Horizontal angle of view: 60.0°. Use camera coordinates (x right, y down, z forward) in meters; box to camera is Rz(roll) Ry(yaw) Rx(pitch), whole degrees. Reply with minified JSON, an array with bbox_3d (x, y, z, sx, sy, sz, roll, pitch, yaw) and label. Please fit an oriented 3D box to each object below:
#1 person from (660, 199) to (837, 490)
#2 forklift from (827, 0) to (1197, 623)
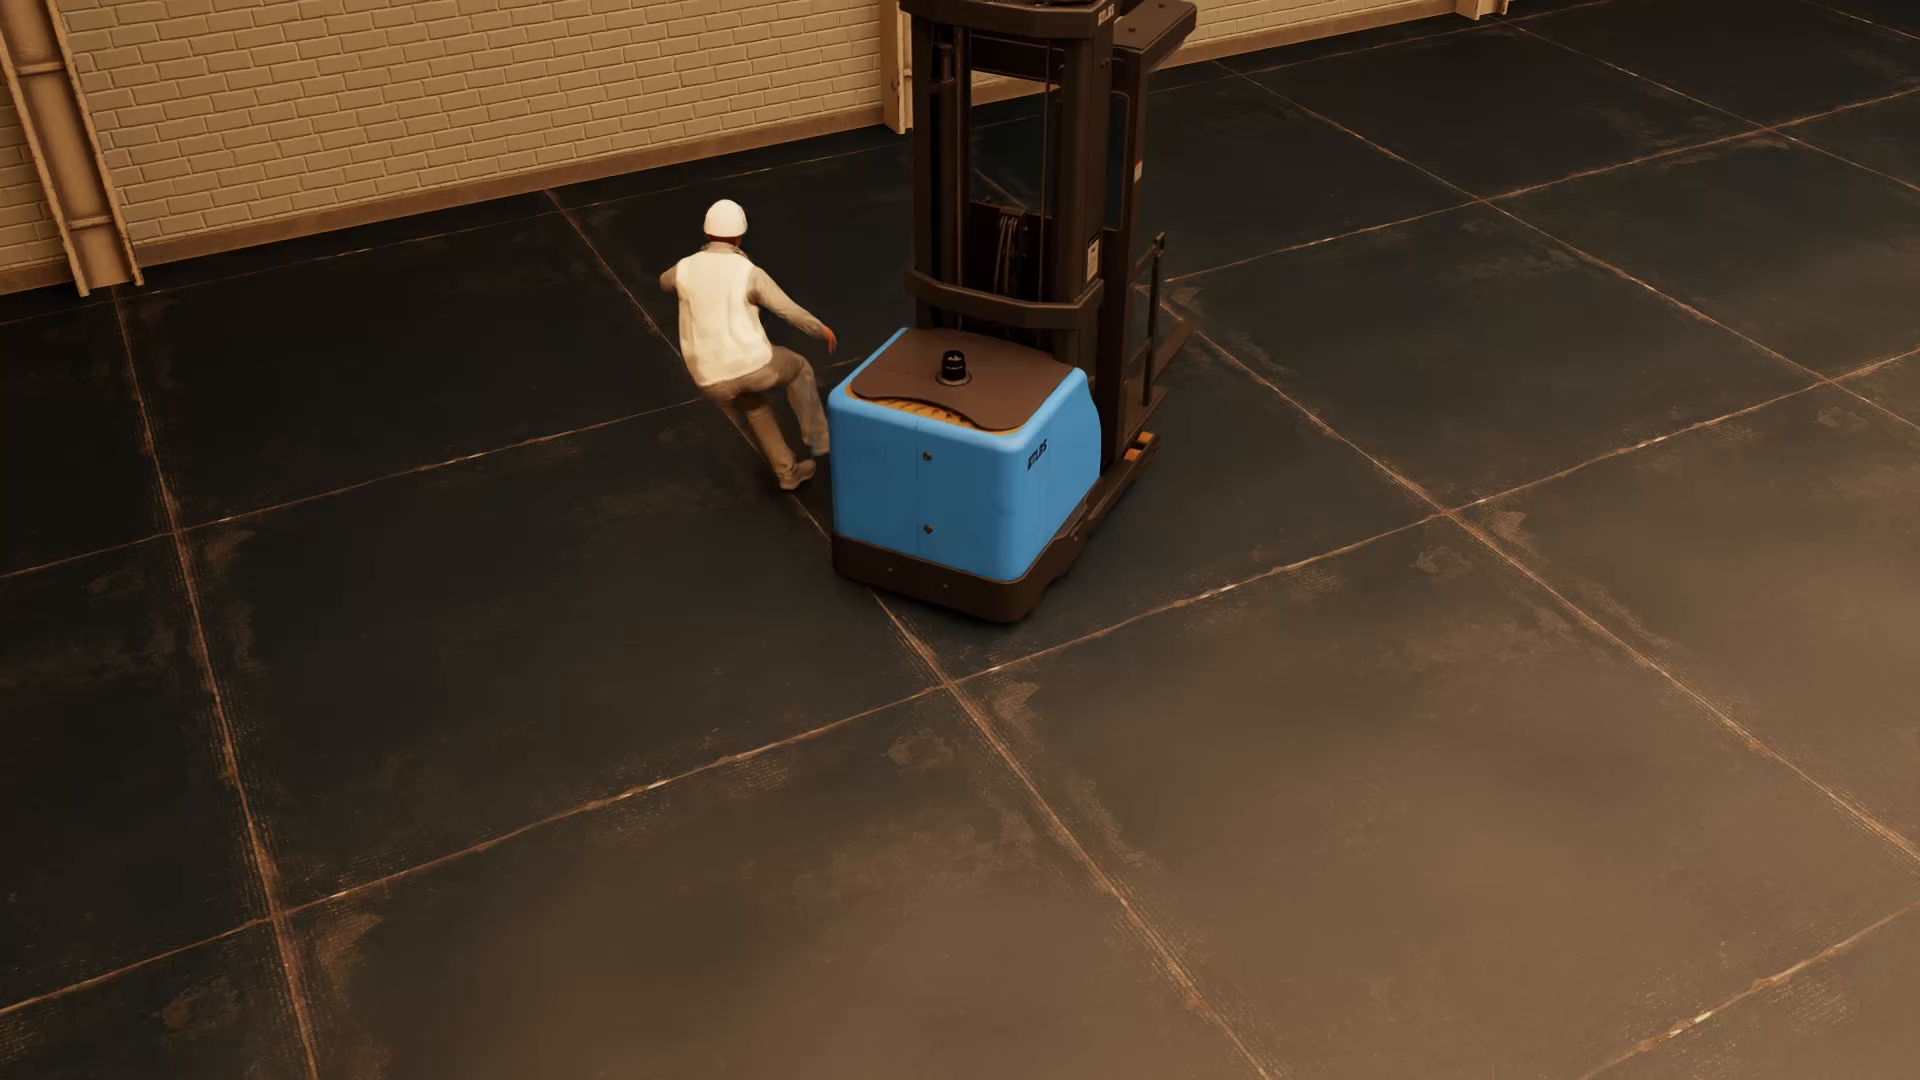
[{"bbox_3d":[-1.061,-1.066,8.843,1.053,1.536,0.903,0,35,1],"label":"person"},{"bbox_3d":[0.463,-1.636,8.438,1.130,2.935,3.031,16,38,21],"label":"forklift"}]
